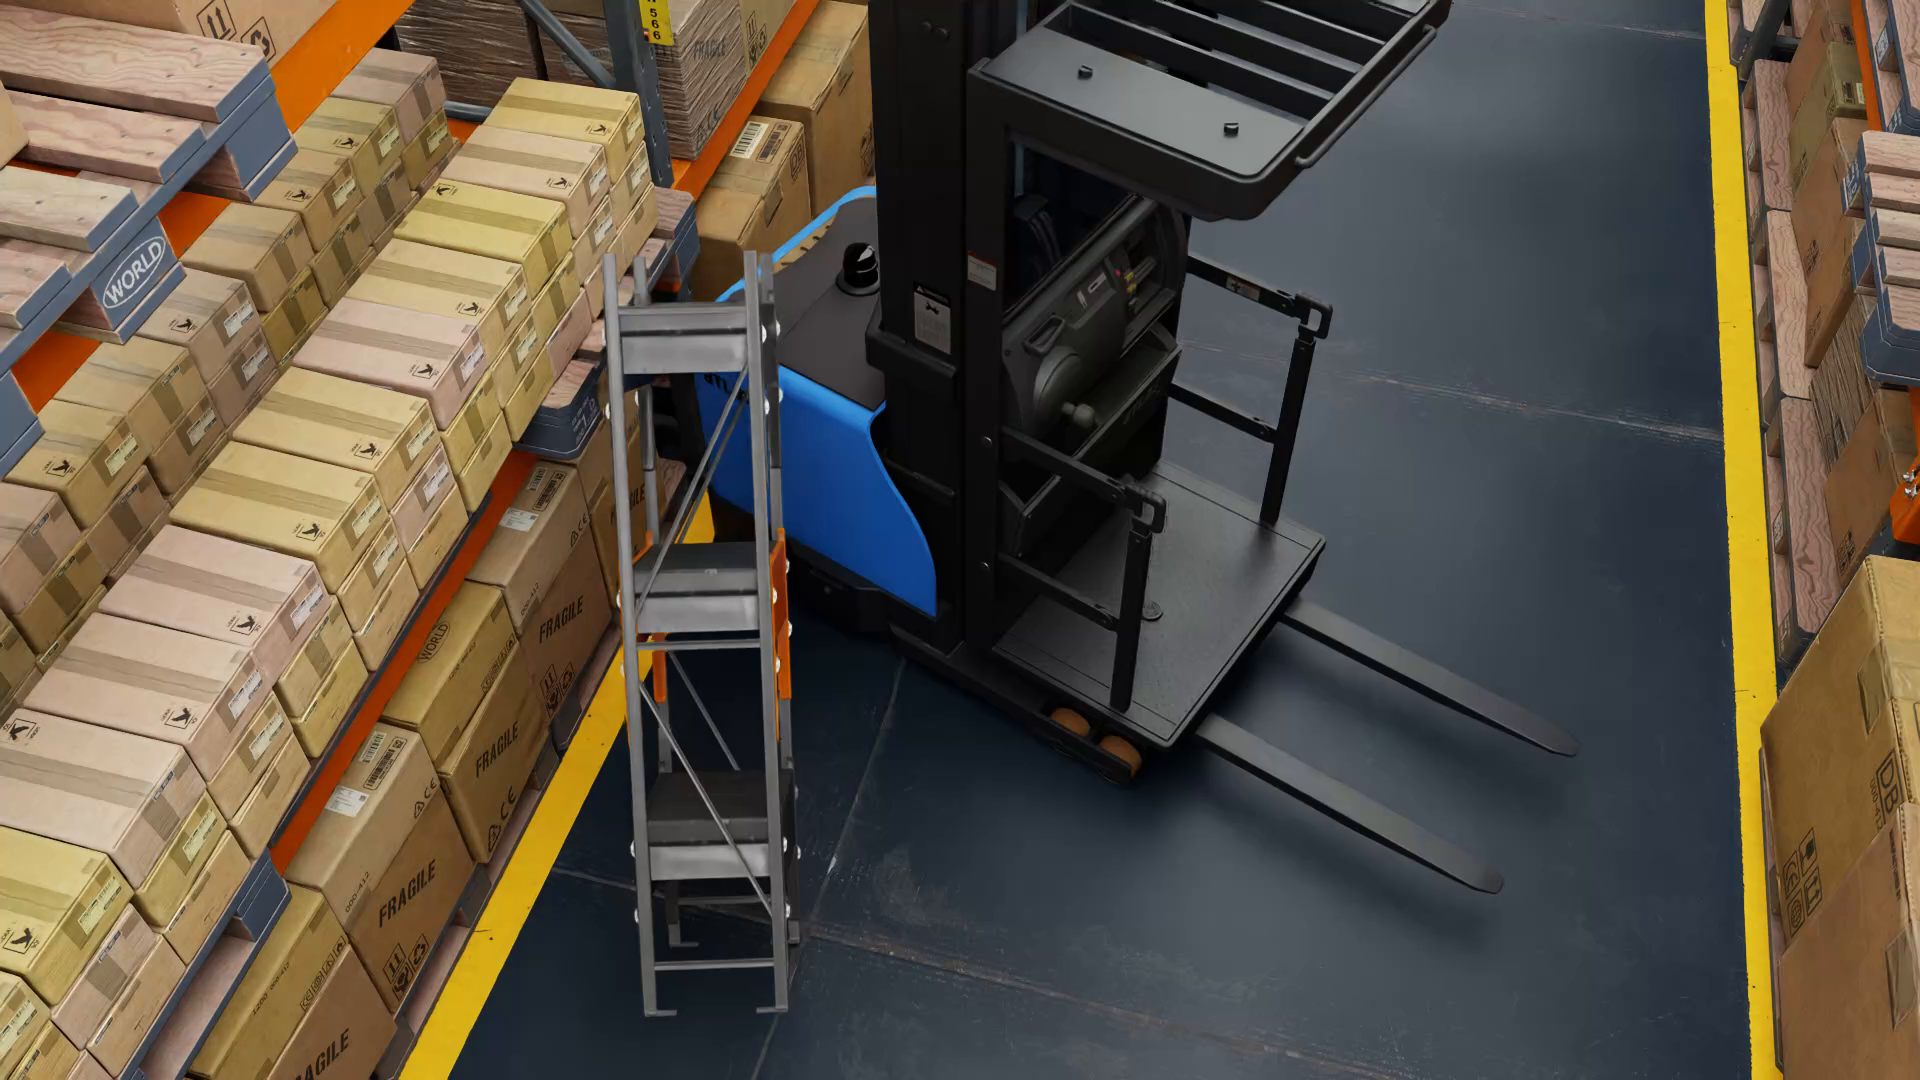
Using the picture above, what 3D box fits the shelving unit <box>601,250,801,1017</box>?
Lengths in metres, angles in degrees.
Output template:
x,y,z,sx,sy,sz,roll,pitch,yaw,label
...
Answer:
x,y,z,sx,sy,sz,roll,pitch,yaw,label
-0.712,0.250,4.730,0.431,2.100,0.503,-2,9,-1,shelving unit

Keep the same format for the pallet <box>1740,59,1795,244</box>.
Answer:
x,y,z,sx,sy,sz,roll,pitch,yaw,label
4.160,-1.725,7.632,1.003,0.211,1.213,12,50,10,pallet

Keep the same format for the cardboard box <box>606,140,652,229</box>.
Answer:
x,y,z,sx,sy,sz,roll,pitch,yaw,label
-1.139,-1.077,4.889,0.380,0.149,0.250,12,50,11,cardboard box

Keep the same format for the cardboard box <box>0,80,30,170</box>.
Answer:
x,y,z,sx,sy,sz,roll,pitch,yaw,label
-1.968,-0.734,2.548,0.797,0.503,0.637,11,49,10,cardboard box

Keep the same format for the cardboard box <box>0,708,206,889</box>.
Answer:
x,y,z,sx,sy,sz,roll,pitch,yaw,label
-1.748,0.508,3.291,0.380,0.149,0.250,11,49,10,cardboard box

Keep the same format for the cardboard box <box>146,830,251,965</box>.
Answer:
x,y,z,sx,sy,sz,roll,pitch,yaw,label
-1.749,0.710,3.510,0.380,0.149,0.250,12,50,10,cardboard box

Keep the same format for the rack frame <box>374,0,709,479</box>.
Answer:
x,y,z,sx,sy,sz,roll,pitch,yaw,label
-1.448,-1.370,5.459,1.000,3.000,0.127,12,50,10,rack frame

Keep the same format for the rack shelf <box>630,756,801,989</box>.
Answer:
x,y,z,sx,sy,sz,roll,pitch,yaw,label
-0.696,0.955,4.842,0.431,0.518,0.480,-2,9,-1,rack shelf

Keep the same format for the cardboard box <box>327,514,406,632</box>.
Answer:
x,y,z,sx,sy,sz,roll,pitch,yaw,label
-1.544,0.043,3.901,0.380,0.149,0.250,11,49,9,cardboard box

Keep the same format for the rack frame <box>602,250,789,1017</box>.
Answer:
x,y,z,sx,sy,sz,roll,pitch,yaw,label
-0.705,0.288,4.489,0.400,2.100,0.015,-2,9,-1,rack frame

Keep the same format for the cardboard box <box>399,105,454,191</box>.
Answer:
x,y,z,sx,sy,sz,roll,pitch,yaw,label
-1.769,-1.215,5.010,0.380,0.149,0.250,14,50,12,cardboard box

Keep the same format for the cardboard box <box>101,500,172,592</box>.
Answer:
x,y,z,sx,sy,sz,roll,pitch,yaw,label
-2.177,0.005,4.132,0.380,0.149,0.250,10,49,9,cardboard box

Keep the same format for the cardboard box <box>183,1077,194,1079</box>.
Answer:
x,y,z,sx,sy,sz,roll,pitch,yaw,label
-2.051,1.481,3.829,0.500,0.250,0.500,10,49,8,cardboard box

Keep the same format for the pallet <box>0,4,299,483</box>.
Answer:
x,y,z,sx,sy,sz,roll,pitch,yaw,label
-1.966,-0.584,2.889,1.213,0.211,1.003,12,50,10,pallet

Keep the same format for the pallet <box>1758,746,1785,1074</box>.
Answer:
x,y,z,sx,sy,sz,roll,pitch,yaw,label
3.030,1.160,5.086,1.003,0.211,1.213,12,50,10,pallet

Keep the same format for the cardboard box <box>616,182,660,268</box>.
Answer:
x,y,z,sx,sy,sz,roll,pitch,yaw,label
-1.134,-0.979,5.000,0.380,0.149,0.250,12,50,11,cardboard box

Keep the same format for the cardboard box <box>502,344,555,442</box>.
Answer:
x,y,z,sx,sy,sz,roll,pitch,yaw,label
-1.338,-0.434,4.519,0.380,0.149,0.250,11,49,10,cardboard box

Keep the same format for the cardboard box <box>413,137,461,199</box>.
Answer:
x,y,z,sx,sy,sz,roll,pitch,yaw,label
-1.761,-1.142,5.145,0.380,0.149,0.250,11,49,10,cardboard box

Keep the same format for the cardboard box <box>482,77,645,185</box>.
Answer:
x,y,z,sx,sy,sz,roll,pitch,yaw,label
-1.135,-1.178,4.780,0.380,0.149,0.250,10,49,9,cardboard box

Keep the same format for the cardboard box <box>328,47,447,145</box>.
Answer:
x,y,z,sx,sy,sz,roll,pitch,yaw,label
-1.758,-1.324,4.908,0.380,0.149,0.250,12,50,10,cardboard box

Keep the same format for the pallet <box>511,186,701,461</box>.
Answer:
x,y,z,sx,sy,sz,roll,pitch,yaw,label
-1.533,-0.770,5.057,1.213,0.211,1.003,12,50,10,pallet

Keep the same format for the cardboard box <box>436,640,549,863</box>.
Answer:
x,y,z,sx,sy,sz,roll,pitch,yaw,label
-1.633,0.606,5.102,0.500,0.500,0.500,10,49,8,cardboard box

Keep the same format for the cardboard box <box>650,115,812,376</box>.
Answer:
x,y,z,sx,sy,sz,roll,pitch,yaw,label
-1.201,-1.187,6.518,1.050,0.750,0.750,11,49,10,cardboard box

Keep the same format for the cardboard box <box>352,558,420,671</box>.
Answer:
x,y,z,sx,sy,sz,roll,pitch,yaw,label
-1.546,0.146,4.008,0.380,0.149,0.250,10,49,8,cardboard box

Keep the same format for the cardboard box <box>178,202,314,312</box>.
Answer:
x,y,z,sx,sy,sz,roll,pitch,yaw,label
-1.964,-0.764,4.414,0.380,0.149,0.250,10,49,8,cardboard box

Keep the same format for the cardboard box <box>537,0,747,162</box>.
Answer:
x,y,z,sx,sy,sz,roll,pitch,yaw,label
-1.069,-1.675,5.661,0.500,0.500,0.500,12,50,10,cardboard box

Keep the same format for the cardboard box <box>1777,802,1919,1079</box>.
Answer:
x,y,z,sx,sy,sz,roll,pitch,yaw,label
2.867,1.384,4.165,1.225,0.875,0.875,12,50,10,cardboard box

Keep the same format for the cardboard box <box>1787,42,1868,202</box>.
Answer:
x,y,z,sx,sy,sz,roll,pitch,yaw,label
4.037,-1.749,7.167,0.700,0.500,0.500,11,50,10,cardboard box

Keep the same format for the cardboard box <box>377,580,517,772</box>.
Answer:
x,y,z,sx,sy,sz,roll,pitch,yaw,label
-1.646,0.348,4.829,0.500,0.250,0.500,13,50,11,cardboard box

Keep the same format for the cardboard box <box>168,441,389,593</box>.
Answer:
x,y,z,sx,sy,sz,roll,pitch,yaw,label
-1.547,-0.055,3.789,0.380,0.149,0.250,13,50,11,cardboard box

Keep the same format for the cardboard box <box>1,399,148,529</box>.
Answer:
x,y,z,sx,sy,sz,roll,pitch,yaw,label
-2.170,-0.196,3.913,0.380,0.149,0.250,11,49,10,cardboard box

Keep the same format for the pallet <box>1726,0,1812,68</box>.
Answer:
x,y,z,sx,sy,sz,roll,pitch,yaw,label
4.506,-2.782,8.564,1.003,0.211,1.213,12,50,10,pallet

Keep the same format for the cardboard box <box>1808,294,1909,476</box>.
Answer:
x,y,z,sx,sy,sz,roll,pitch,yaw,label
3.601,-0.529,6.090,0.700,0.500,0.500,8,49,7,cardboard box

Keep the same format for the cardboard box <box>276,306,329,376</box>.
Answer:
x,y,z,sx,sy,sz,roll,pitch,yaw,label
-1.971,-0.557,4.629,0.380,0.149,0.250,14,50,12,cardboard box

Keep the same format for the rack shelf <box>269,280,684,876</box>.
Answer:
x,y,z,sx,sy,sz,roll,pitch,yaw,label
-1.974,0.314,4.452,1.077,0.370,4.000,12,50,10,rack shelf

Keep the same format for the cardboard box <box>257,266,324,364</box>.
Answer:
x,y,z,sx,sy,sz,roll,pitch,yaw,label
-1.972,-0.642,4.505,0.380,0.149,0.250,12,50,10,cardboard box

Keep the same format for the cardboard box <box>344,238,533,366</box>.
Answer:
x,y,z,sx,sy,sz,roll,pitch,yaw,label
-1.339,-0.613,4.281,0.380,0.149,0.250,13,50,11,cardboard box

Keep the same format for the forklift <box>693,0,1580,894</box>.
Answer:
x,y,z,sx,sy,sz,roll,pitch,yaw,label
0.580,-0.618,4.840,3.031,2.935,1.130,28,54,23,forklift

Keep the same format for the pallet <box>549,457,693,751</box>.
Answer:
x,y,z,sx,sy,sz,roll,pitch,yaw,label
-1.655,0.117,6.006,1.003,0.211,1.213,12,50,10,pallet

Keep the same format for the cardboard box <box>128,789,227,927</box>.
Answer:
x,y,z,sx,sy,sz,roll,pitch,yaw,label
-1.752,0.612,3.398,0.380,0.149,0.250,10,49,8,cardboard box

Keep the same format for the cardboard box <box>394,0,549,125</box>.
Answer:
x,y,z,sx,sy,sz,roll,pitch,yaw,label
-1.589,-1.782,5.756,0.500,0.500,0.500,12,50,10,cardboard box

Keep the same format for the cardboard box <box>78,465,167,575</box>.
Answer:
x,y,z,sx,sy,sz,roll,pitch,yaw,label
-2.174,-0.087,4.015,0.380,0.149,0.250,13,50,11,cardboard box

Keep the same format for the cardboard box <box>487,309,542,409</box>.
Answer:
x,y,z,sx,sy,sz,roll,pitch,yaw,label
-1.341,-0.512,4.390,0.380,0.149,0.250,12,50,10,cardboard box
